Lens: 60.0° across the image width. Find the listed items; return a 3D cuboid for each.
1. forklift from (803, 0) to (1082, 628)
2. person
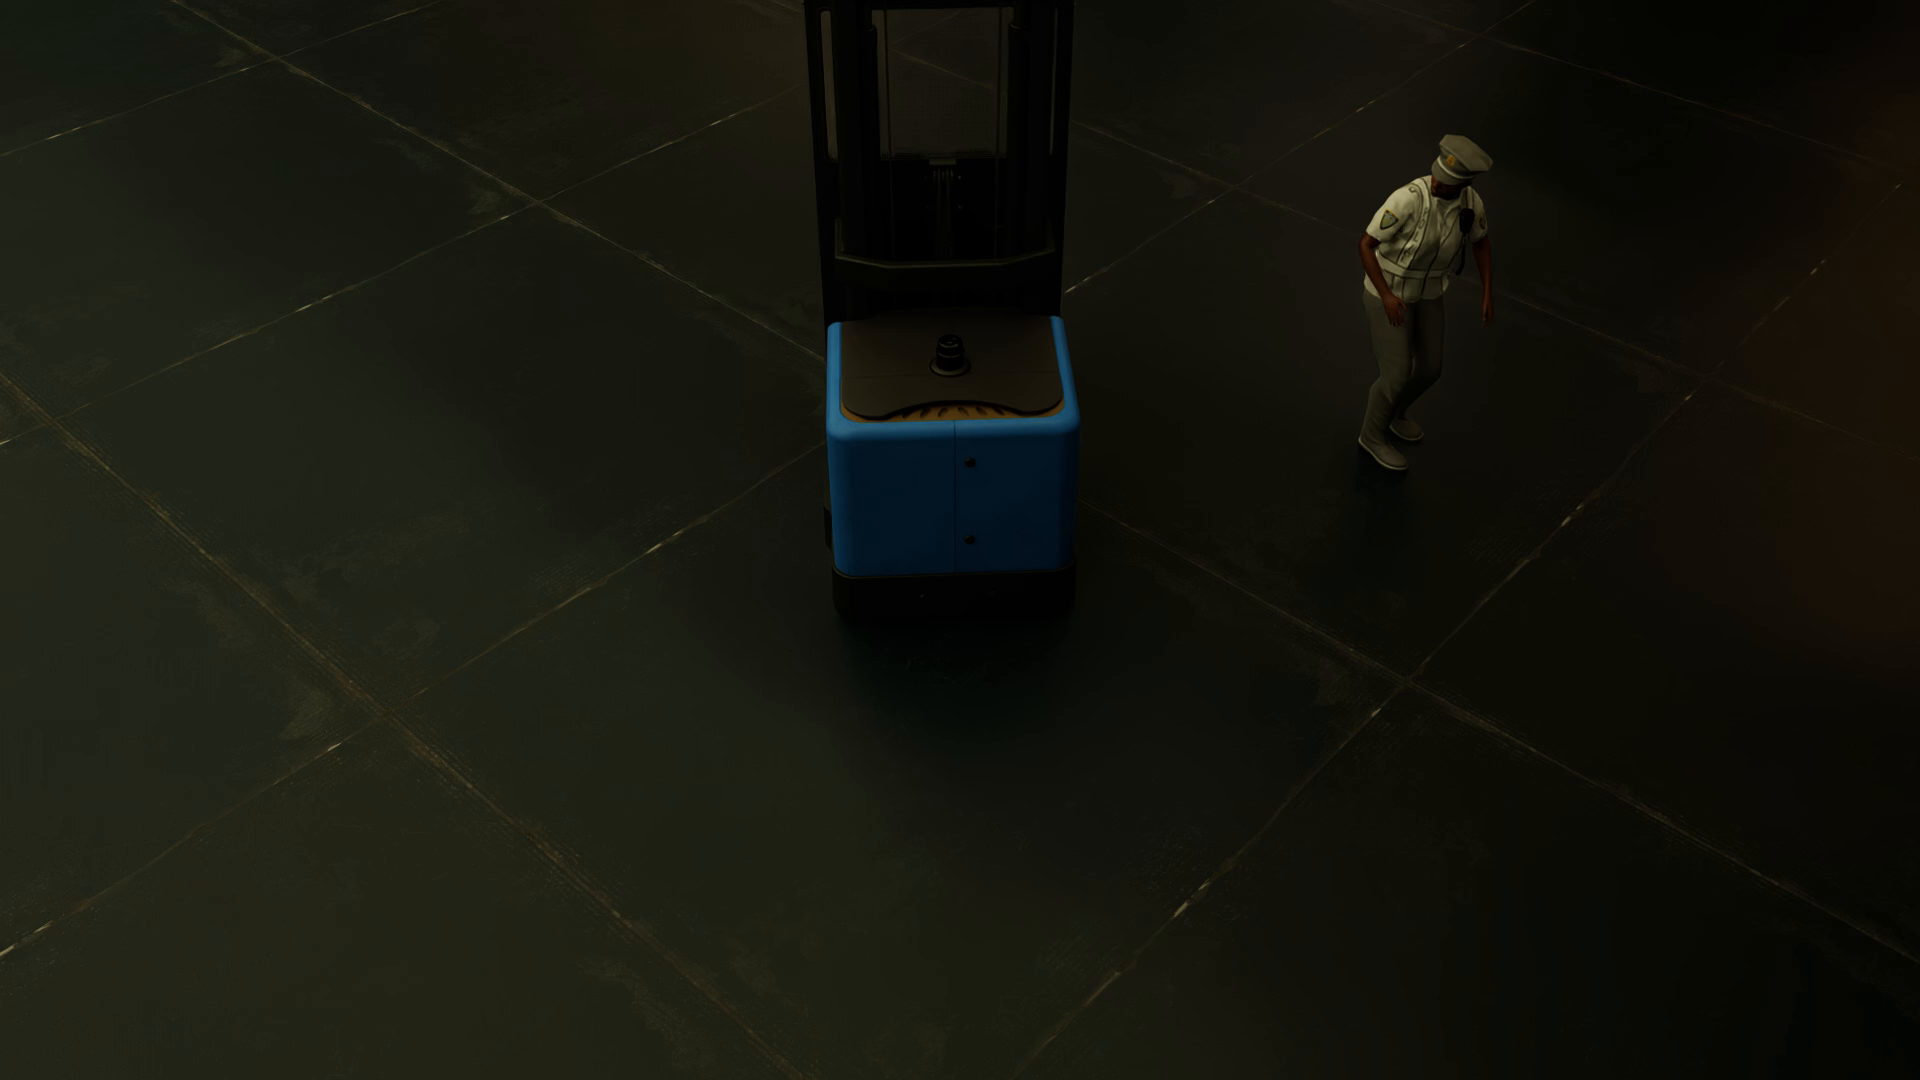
[{"bbox_3d":[-0.095,-1.681,7.388,1.130,2.935,3.031,-2,41,-2],"label":"forklift"},{"bbox_3d":[2.168,-1.121,7.738,0.651,1.640,0.483,-16,43,-18],"label":"person"}]
